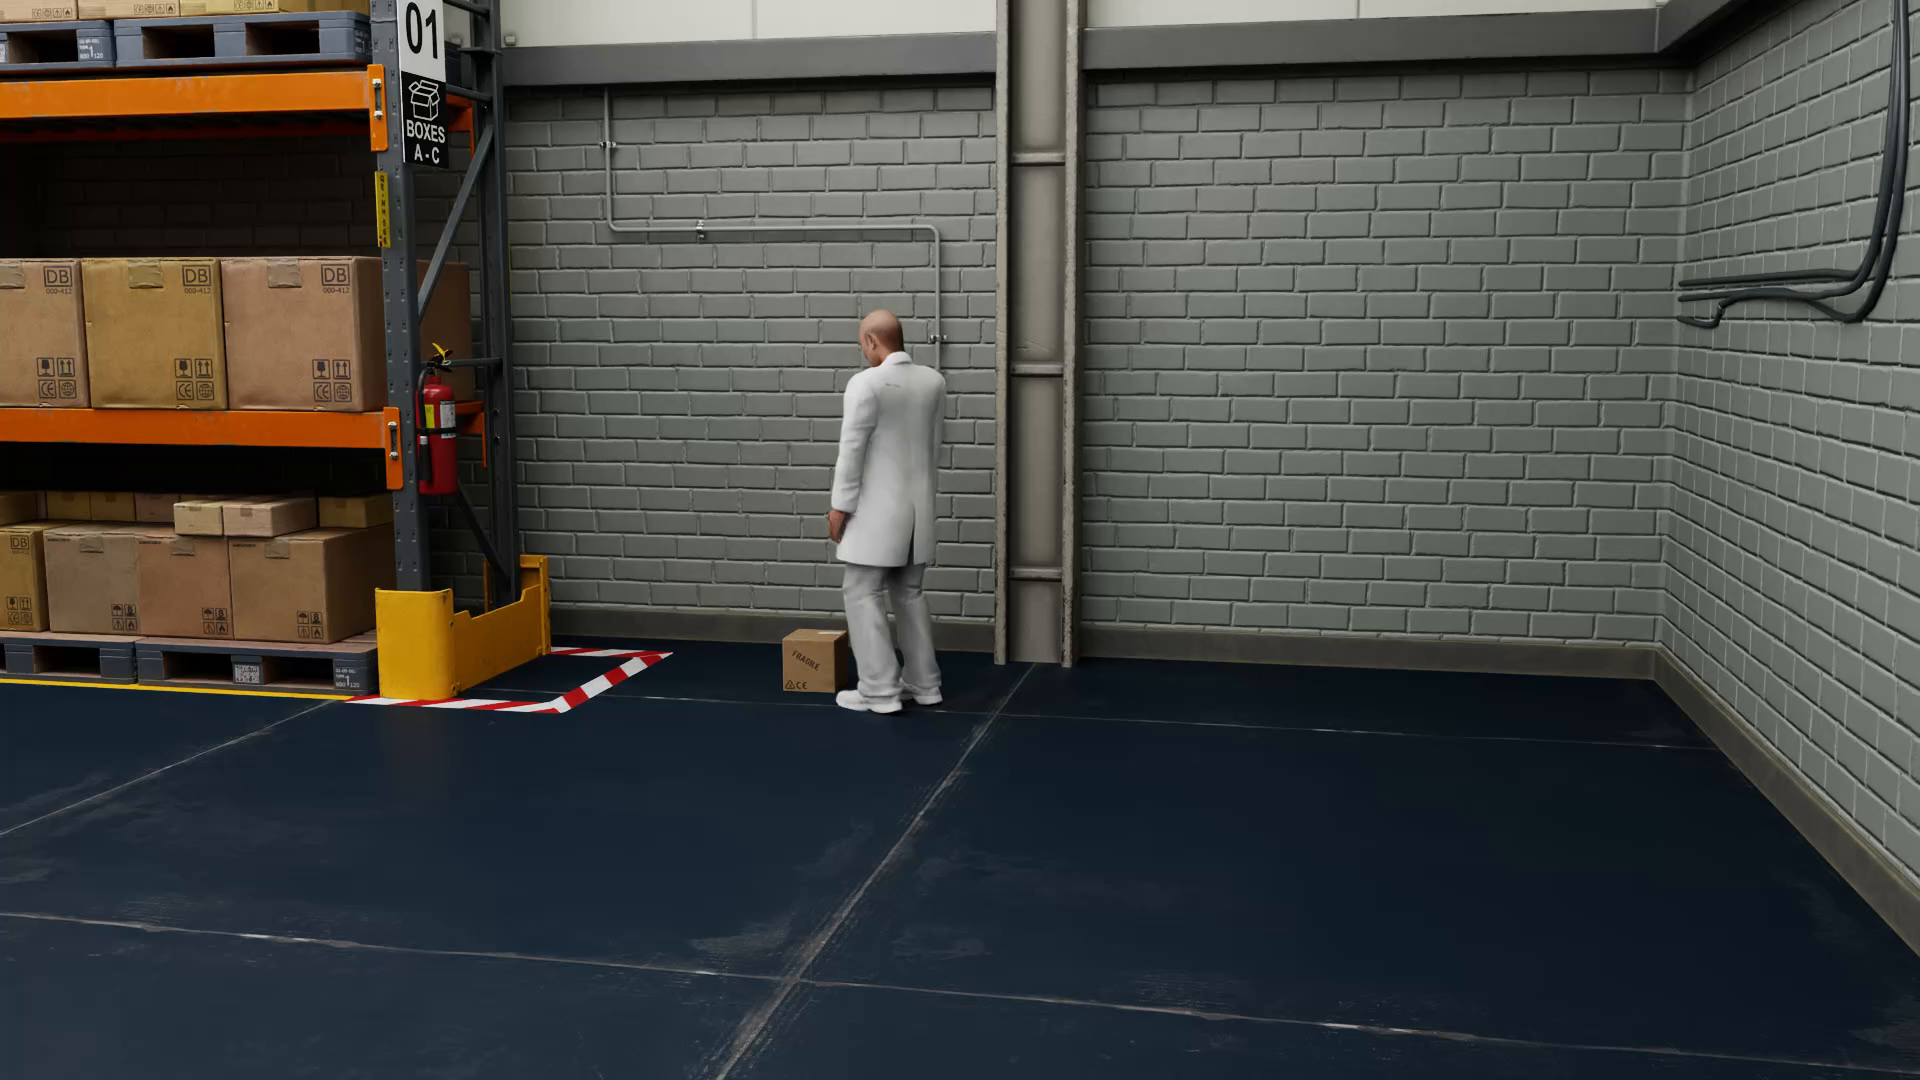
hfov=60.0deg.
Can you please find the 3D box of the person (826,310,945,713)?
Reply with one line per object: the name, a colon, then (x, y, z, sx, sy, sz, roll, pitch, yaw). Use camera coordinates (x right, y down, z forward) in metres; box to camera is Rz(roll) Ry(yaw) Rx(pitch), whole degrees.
person: (-0.333, -0.125, 7.368, 0.567, 1.769, 0.381, -8, 11, -44)
